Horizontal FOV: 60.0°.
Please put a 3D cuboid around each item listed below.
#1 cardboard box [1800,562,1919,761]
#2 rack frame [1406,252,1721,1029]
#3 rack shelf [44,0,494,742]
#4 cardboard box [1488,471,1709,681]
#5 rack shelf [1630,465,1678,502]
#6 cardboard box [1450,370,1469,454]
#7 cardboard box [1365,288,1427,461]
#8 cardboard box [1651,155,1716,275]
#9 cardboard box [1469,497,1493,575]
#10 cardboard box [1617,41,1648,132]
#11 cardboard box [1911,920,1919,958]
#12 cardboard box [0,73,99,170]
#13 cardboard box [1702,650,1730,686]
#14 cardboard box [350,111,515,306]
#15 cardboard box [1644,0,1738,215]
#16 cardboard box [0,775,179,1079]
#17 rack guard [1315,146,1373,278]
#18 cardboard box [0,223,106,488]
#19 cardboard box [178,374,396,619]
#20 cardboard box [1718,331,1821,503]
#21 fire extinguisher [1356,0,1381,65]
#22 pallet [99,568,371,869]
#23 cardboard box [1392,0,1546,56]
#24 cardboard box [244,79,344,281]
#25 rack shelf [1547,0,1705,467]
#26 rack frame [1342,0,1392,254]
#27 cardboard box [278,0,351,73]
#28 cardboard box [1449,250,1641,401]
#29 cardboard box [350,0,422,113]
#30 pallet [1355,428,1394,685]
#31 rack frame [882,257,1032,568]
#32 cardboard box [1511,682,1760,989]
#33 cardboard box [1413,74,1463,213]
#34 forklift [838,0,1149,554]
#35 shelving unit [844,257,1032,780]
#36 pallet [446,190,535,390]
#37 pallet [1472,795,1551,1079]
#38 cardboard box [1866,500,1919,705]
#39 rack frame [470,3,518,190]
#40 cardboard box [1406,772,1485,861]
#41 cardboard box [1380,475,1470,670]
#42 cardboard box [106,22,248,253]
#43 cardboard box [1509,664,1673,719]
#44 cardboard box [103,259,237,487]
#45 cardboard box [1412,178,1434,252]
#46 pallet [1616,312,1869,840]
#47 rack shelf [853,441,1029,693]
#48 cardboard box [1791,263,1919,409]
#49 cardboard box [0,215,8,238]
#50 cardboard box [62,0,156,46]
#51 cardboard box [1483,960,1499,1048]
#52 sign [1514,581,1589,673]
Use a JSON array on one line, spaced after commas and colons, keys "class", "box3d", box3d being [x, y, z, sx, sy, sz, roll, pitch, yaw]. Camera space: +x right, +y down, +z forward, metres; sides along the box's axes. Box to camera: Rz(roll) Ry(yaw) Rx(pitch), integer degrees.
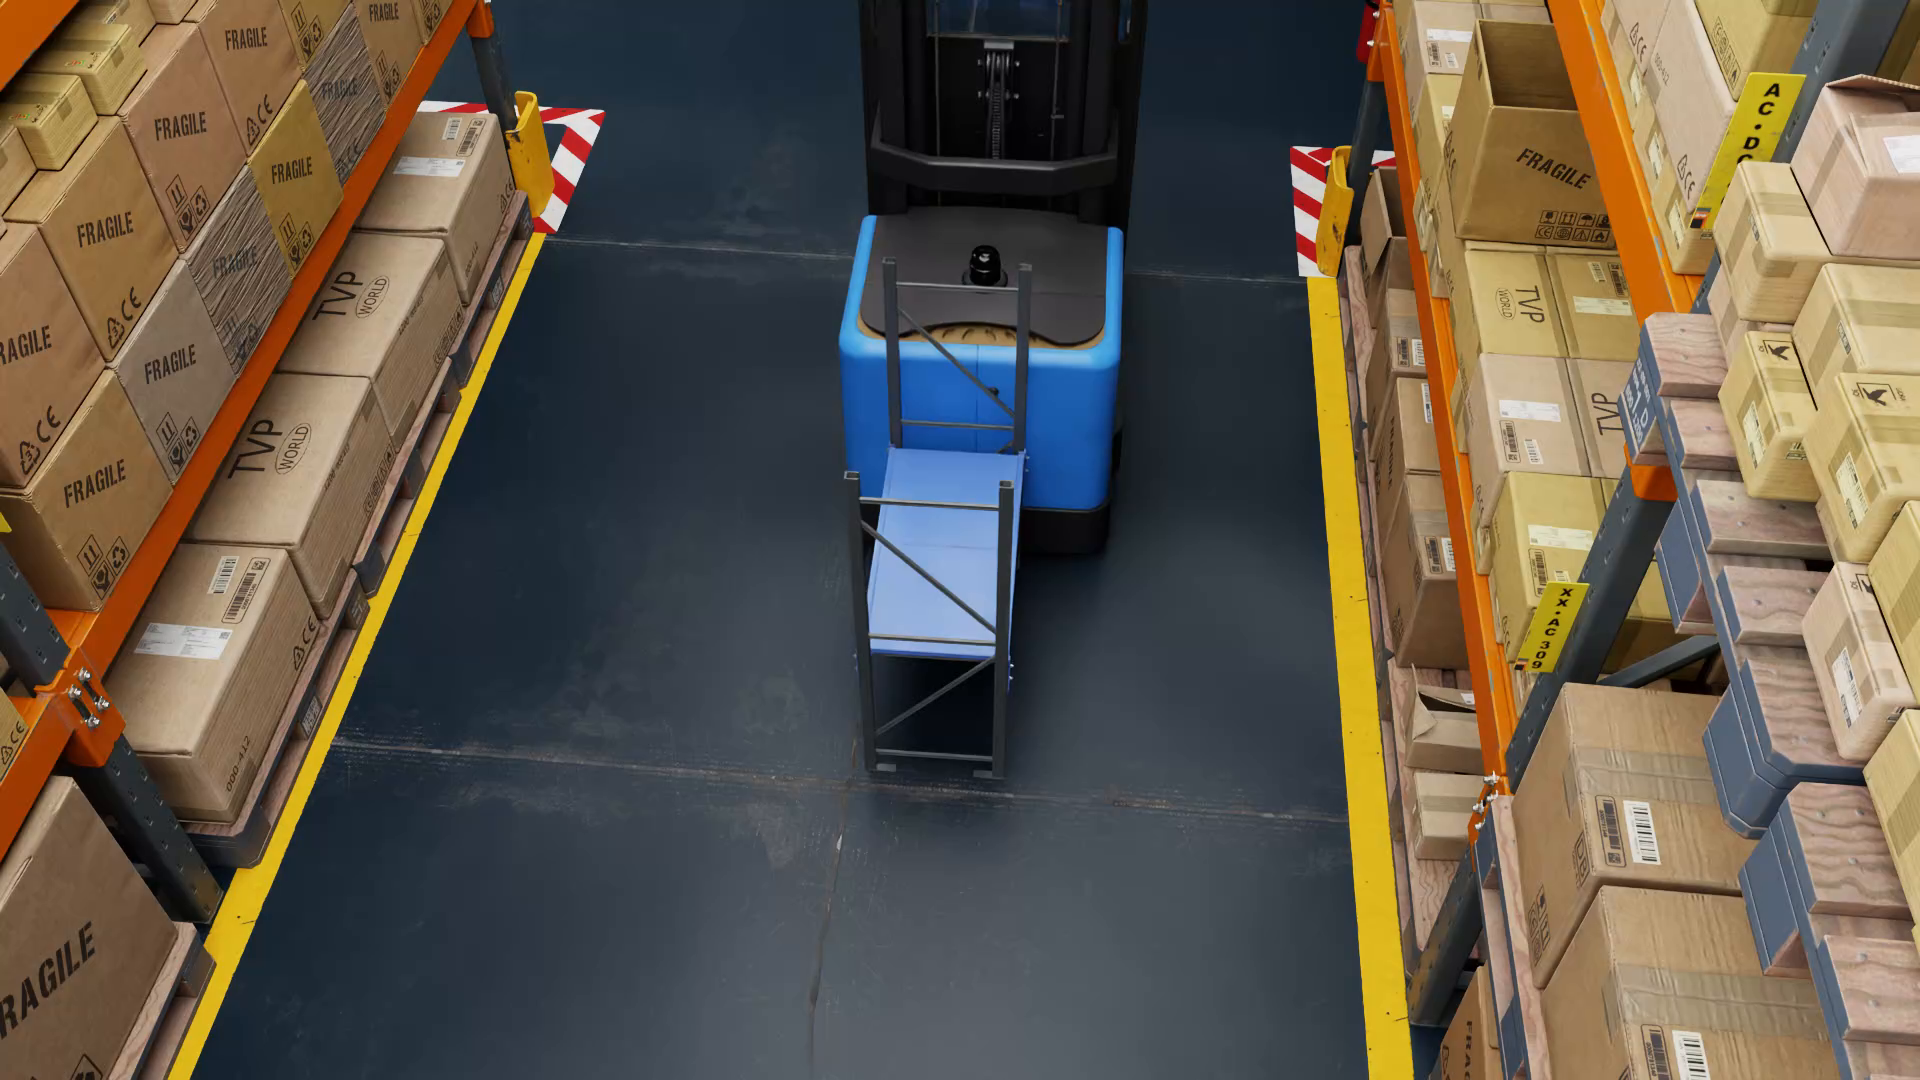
[{"class": "cardboard box", "box3d": [1.428, 0.182, 2.336, 0.380, 0.149, 0.250, 4, 48, 4]}, {"class": "rack frame", "box3d": [1.943, 0.532, 4.231, 1.000, 3.000, 0.127, 4, 48, 4]}, {"class": "rack shelf", "box3d": [-2.818, -1.026, 6.143, 1.077, 0.370, 4.000, 4, 48, 4]}, {"class": "cardboard box", "box3d": [1.746, 0.092, 4.534, 0.500, 0.250, 0.500, 5, 48, 5]}, {"class": "rack shelf", "box3d": [1.760, 1.232, 2.045, 1.077, 0.370, 4.000, 4, 48, 4]}, {"class": "cardboard box", "box3d": [1.768, -0.401, 5.254, 0.380, 0.149, 0.250, 3, 48, 3]}, {"class": "cardboard box", "box3d": [2.040, -0.637, 6.709, 0.700, 0.500, 0.500, 6, 48, 5]}, {"class": "cardboard box", "box3d": [1.681, -0.680, 3.476, 0.380, 0.149, 0.250, 4, 48, 3]}, {"class": "cardboard box", "box3d": [1.722, -0.020, 4.906, 0.380, 0.149, 0.250, 5, 48, 5]}, {"class": "cardboard box", "box3d": [1.740, -1.056, 3.821, 0.380, 0.149, 0.250, 5, 48, 5]}, {"class": "cardboard box", "box3d": [1.397, 0.558, 1.992, 0.380, 0.149, 0.250, 5, 48, 4]}, {"class": "cardboard box", "box3d": [-2.641, -1.162, 4.595, 0.380, 0.149, 0.250, 4, 48, 3]}, {"class": "cardboard box", "box3d": [2.257, 0.136, 4.493, 0.500, 0.250, 0.500, 3, 48, 3]}, {"class": "cardboard box", "box3d": [-2.597, -1.524, 7.563, 0.875, 0.438, 0.875, 2, 48, 2]}, {"class": "cardboard box", "box3d": [1.737, -0.902, 3.409, 0.500, 0.250, 0.500, 4, 48, 4]}, {"class": "cardboard box", "box3d": [-2.977, 1.237, 4.741, 0.875, 0.875, 0.875, 5, 48, 5]}, {"class": "rack guard", "box3d": [2.300, -1.508, 7.790, 1.175, 0.500, 0.348, 4, 48, 4]}, {"class": "cardboard box", "box3d": [-2.716, -0.504, 4.433, 0.500, 0.500, 0.500, 4, 48, 4]}, {"class": "cardboard box", "box3d": [-2.756, -0.188, 6.341, 0.875, 0.438, 0.875, 3, 48, 2]}, {"class": "cardboard box", "box3d": [1.461, -0.191, 2.677, 0.380, 0.149, 0.250, 4, 48, 4]}, {"class": "fire extinguisher", "box3d": [1.860, -2.395, 7.213, 0.296, 0.674, 0.183, 4, 48, 4]}, {"class": "pallet", "box3d": [-2.853, 0.588, 6.069, 1.003, 0.211, 1.213, 4, 48, 4]}, {"class": "cardboard box", "box3d": [1.998, -2.142, 6.576, 0.500, 0.250, 0.500, 4, 48, 4]}, {"class": "cardboard box", "box3d": [-2.548, -1.273, 5.814, 0.500, 0.500, 0.500, 5, 48, 5]}, {"class": "rack shelf", "box3d": [2.125, -1.707, 4.734, 1.077, 0.370, 4.000, 4, 48, 4]}, {"class": "rack frame", "box3d": [2.307, -2.407, 6.919, 1.000, 3.000, 0.127, 4, 48, 4]}, {"class": "cardboard box", "box3d": [-2.510, -1.990, 5.792, 0.500, 0.500, 0.500, 4, 48, 3]}, {"class": "cardboard box", "box3d": [1.836, -0.643, 5.206, 0.500, 0.250, 0.500, 4, 48, 3]}, {"class": "cardboard box", "box3d": [-2.477, -2.032, 6.508, 0.500, 0.500, 0.500, 3, 48, 3]}, {"class": "pallet", "box3d": [2.115, 0.070, 6.544, 1.003, 0.211, 1.213, 4, 48, 4]}, {"class": "rack frame", "box3d": [-0.010, -0.419, 6.117, 0.500, 1.500, 0.032, 3, 48, 3]}, {"class": "cardboard box", "box3d": [1.676, 0.697, 3.728, 0.700, 0.500, 0.500, 5, 48, 5]}, {"class": "cardboard box", "box3d": [1.909, -1.399, 5.897, 0.500, 0.250, 0.500, 3, 48, 3]}, {"class": "forklift", "box3d": [0.182, -2.024, 6.615, 1.130, 2.935, 3.031, 3, 48, 3]}, {"class": "shelving unit", "box3d": [-0.050, -0.045, 5.775, 0.538, 1.500, 1.048, 3, 48, 3]}, {"class": "pallet", "box3d": [-2.631, -1.205, 7.709, 1.003, 0.211, 1.213, 4, 48, 4]}, {"class": "pallet", "box3d": [1.761, 1.177, 3.771, 1.003, 0.211, 1.213, 4, 48, 4]}, {"class": "cardboard box", "box3d": [1.463, 0.094, 2.215, 0.380, 0.149, 0.250, 3, 48, 3]}, {"class": "rack frame", "box3d": [-2.636, -2.739, 7.222, 1.000, 3.000, 0.127, 4, 48, 4]}, {"class": "cardboard box", "box3d": [1.701, 0.923, 5.520, 0.380, 0.149, 0.250, 3, 48, 2]}, {"class": "cardboard box", "box3d": [1.946, 0.126, 6.011, 0.700, 0.500, 0.500, 2, 48, 2]}, {"class": "cardboard box", "box3d": [-2.606, -1.250, 5.116, 0.500, 0.500, 0.500, 5, 48, 4]}, {"class": "cardboard box", "box3d": [1.720, 0.365, 4.553, 0.380, 0.149, 0.250, 4, 48, 4]}, {"class": "cardboard box", "box3d": [-2.647, -0.530, 5.134, 0.500, 0.500, 0.500, 4, 48, 4]}, {"class": "cardboard box", "box3d": [1.837, -1.156, 5.945, 0.380, 0.149, 0.250, 3, 48, 2]}, {"class": "pallet", "box3d": [1.813, 0.057, 2.759, 1.213, 0.211, 1.003, 4, 48, 4]}, {"class": "rack shelf", "box3d": [-0.050, 0.076, 5.908, 0.538, 0.185, 1.000, 3, 48, 3]}, {"class": "cardboard box", "box3d": [1.525, -0.281, 2.558, 0.380, 0.149, 0.250, 5, 48, 4]}, {"class": "cardboard box", "box3d": [-2.706, -0.793, 4.258, 0.380, 0.149, 0.250, 5, 48, 4]}, {"class": "cardboard box", "box3d": [-2.647, -1.546, 4.946, 0.380, 0.149, 0.250, 4, 48, 3]}, {"class": "cardboard box", "box3d": [1.645, 1.261, 4.534, 0.380, 0.149, 0.250, 6, 48, 5]}, {"class": "sign", "box3d": [1.402, 0.209, 3.940, 0.100, 0.325, 0.005, 4, 48, 4]}]
